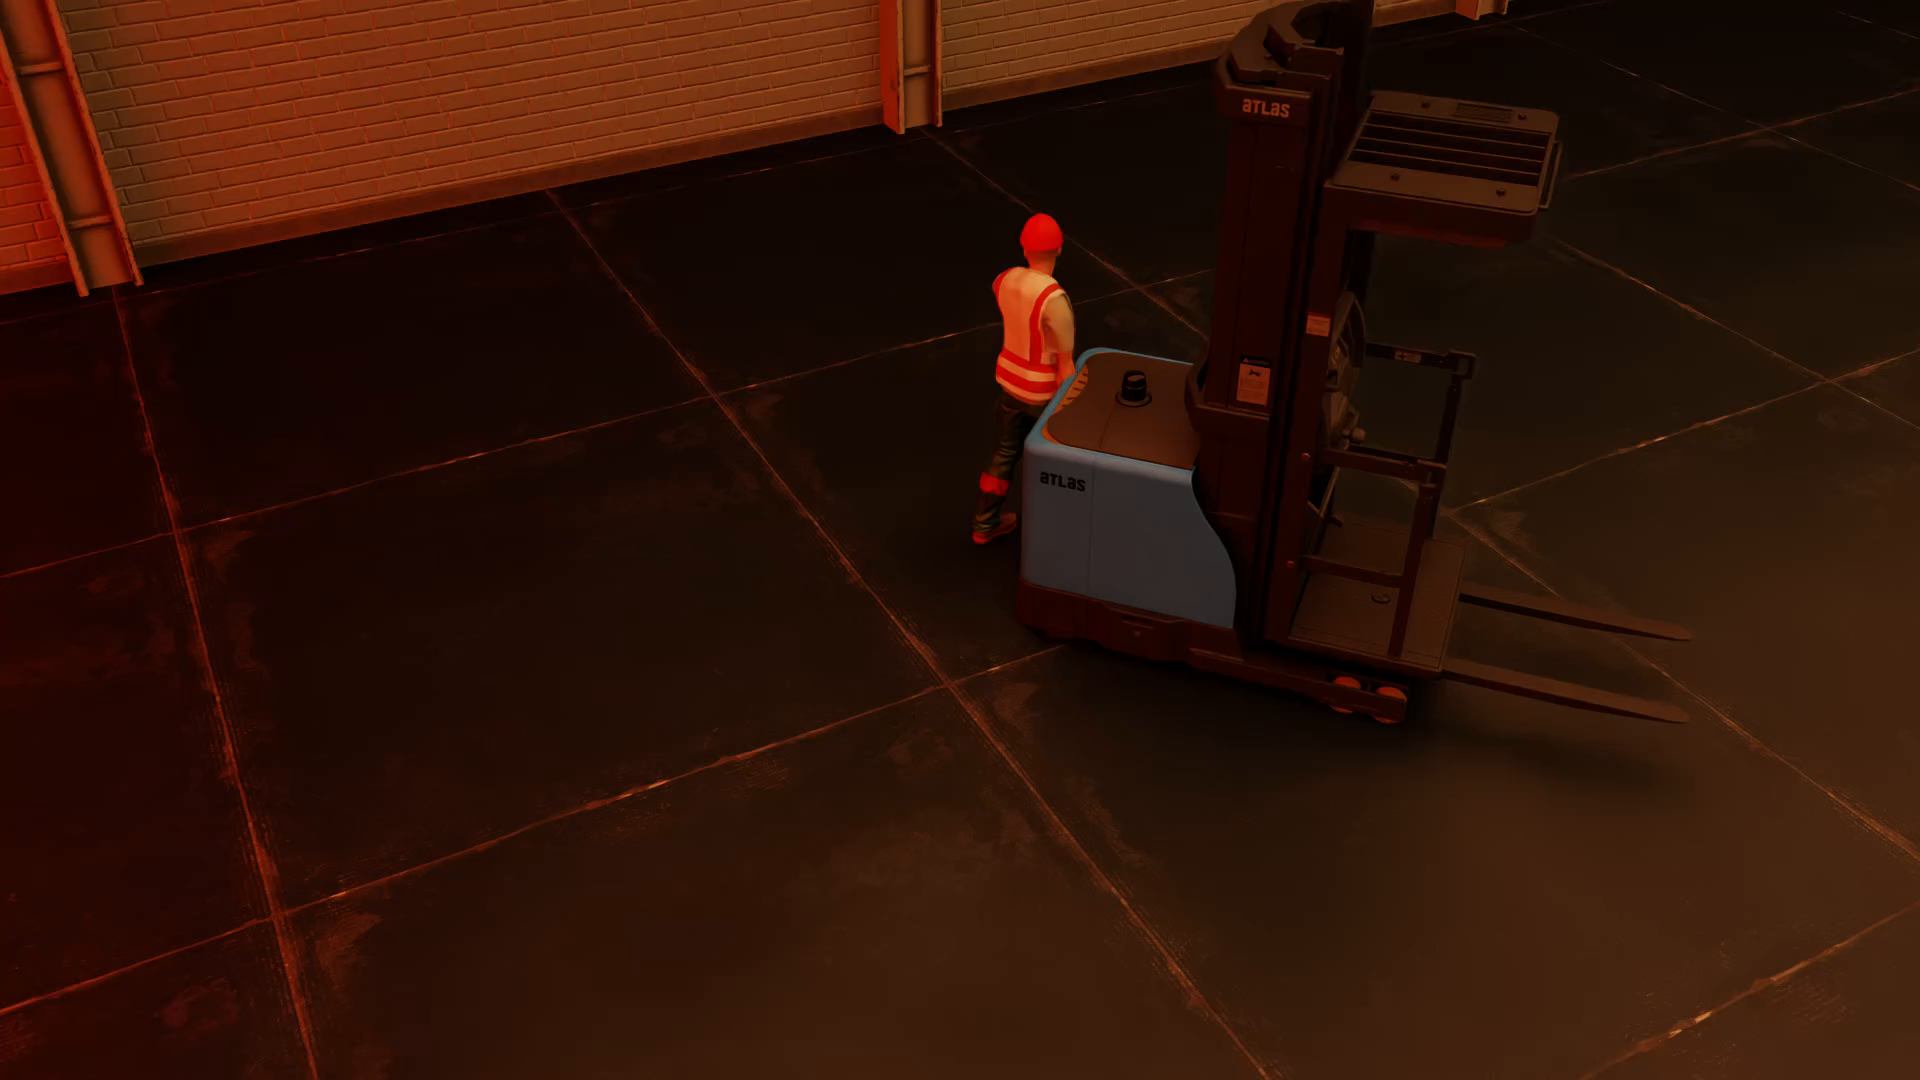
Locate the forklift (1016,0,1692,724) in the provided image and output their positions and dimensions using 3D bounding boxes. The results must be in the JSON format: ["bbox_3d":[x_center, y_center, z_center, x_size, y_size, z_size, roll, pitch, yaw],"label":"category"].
[{"bbox_3d":[1.843,-0.719,7.141,3.031,2.935,1.130,12,37,17],"label":"forklift"}]

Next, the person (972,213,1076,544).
[{"bbox_3d":[0.485,-0.817,8.310,0.904,1.734,0.730,-27,43,-33],"label":"person"}]
